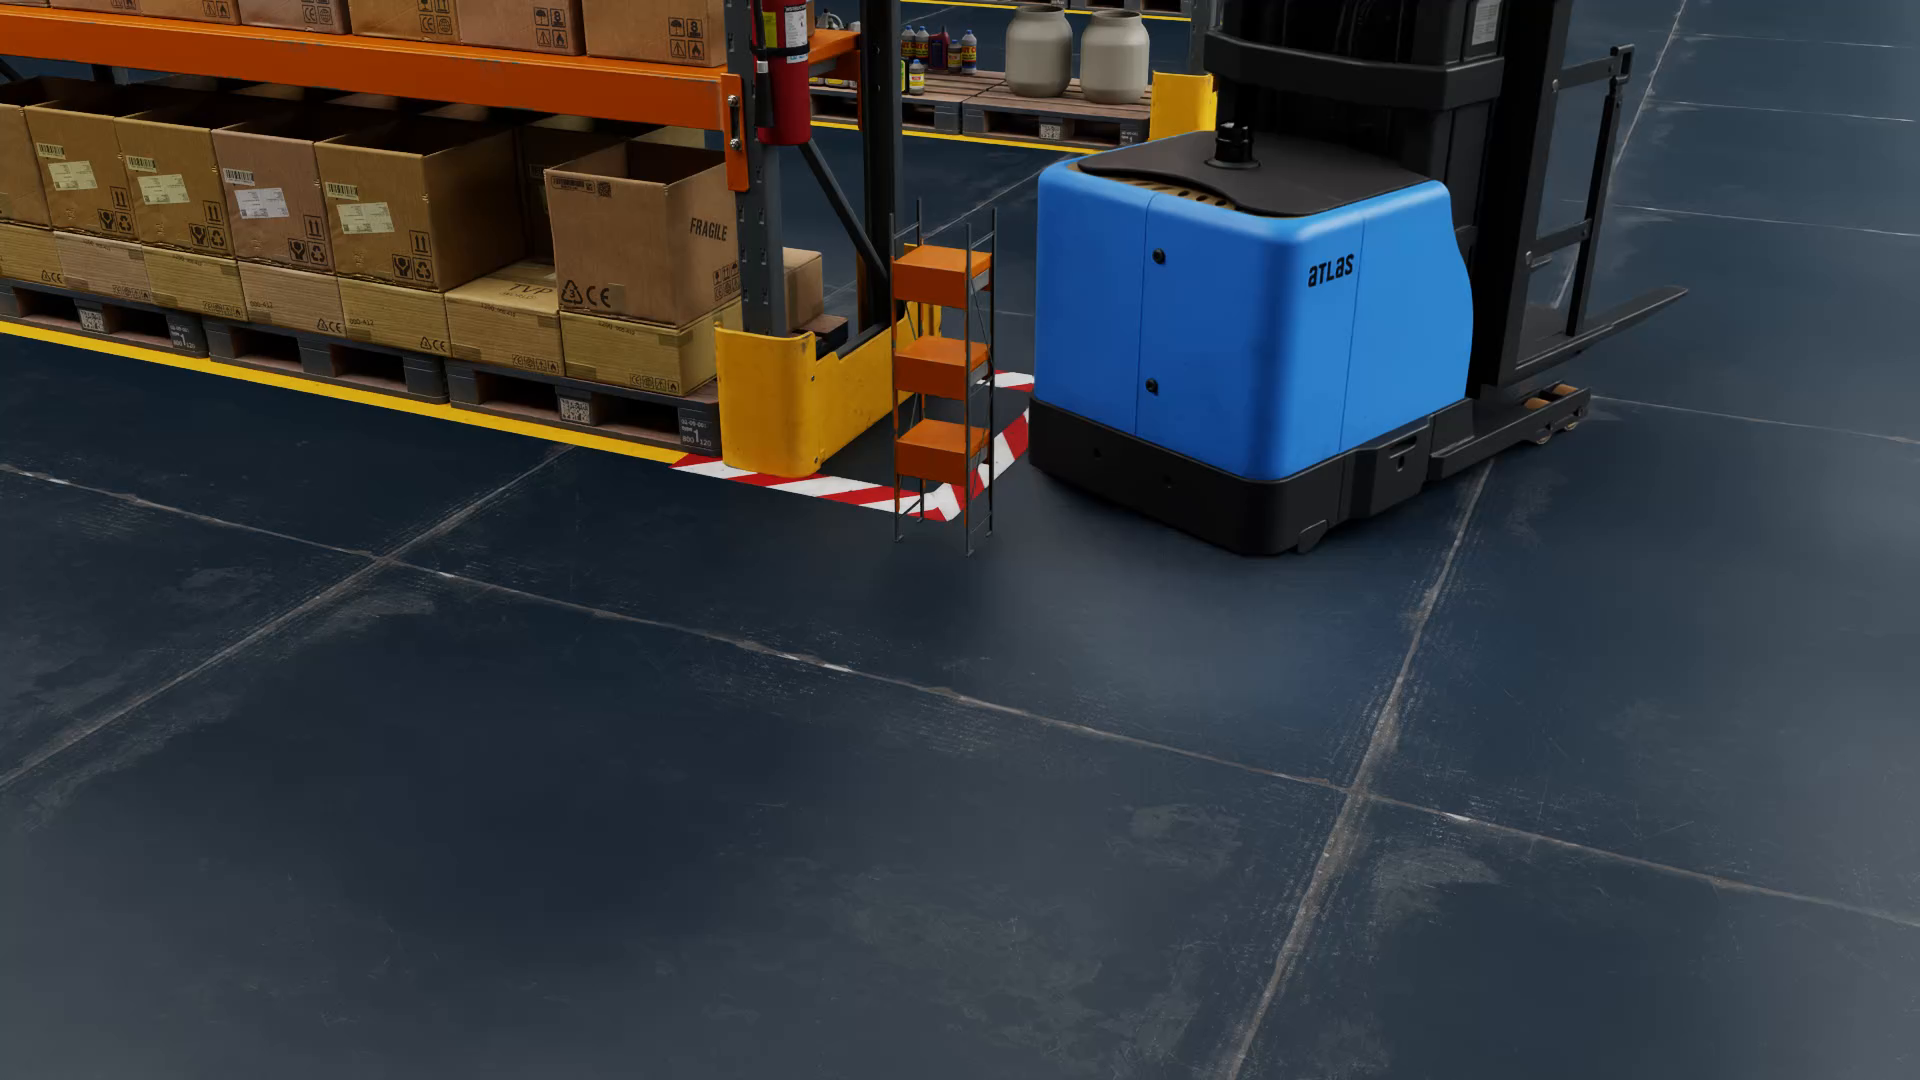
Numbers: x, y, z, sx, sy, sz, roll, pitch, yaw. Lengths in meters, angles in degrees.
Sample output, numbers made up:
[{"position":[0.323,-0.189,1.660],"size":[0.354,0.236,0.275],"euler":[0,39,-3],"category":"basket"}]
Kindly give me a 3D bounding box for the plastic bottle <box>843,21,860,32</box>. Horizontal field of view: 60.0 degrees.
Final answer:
[{"position":[-0.740,-3.386,11.317],"size":[0.135,0.276,0.152],"euler":[12,29,23],"category":"plastic bottle"}]

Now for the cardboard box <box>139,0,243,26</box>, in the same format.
[{"position":[-2.770,-2.326,6.466],"size":[0.500,0.500,0.700],"euler":[12,29,23],"category":"cardboard box"}]

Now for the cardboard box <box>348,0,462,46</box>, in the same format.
[{"position":[-1.822,-2.138,6.084],"size":[0.500,0.500,0.700],"euler":[12,28,22],"category":"cardboard box"}]

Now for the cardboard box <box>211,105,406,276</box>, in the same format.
[{"position":[-2.455,-1.354,6.393],"size":[0.500,0.500,0.500],"euler":[11,28,22],"category":"cardboard box"}]

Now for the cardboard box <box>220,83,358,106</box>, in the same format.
[{"position":[-2.694,-1.655,7.005],"size":[0.500,0.500,0.500],"euler":[11,28,22],"category":"cardboard box"}]

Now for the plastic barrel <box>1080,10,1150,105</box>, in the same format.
[{"position":[0.950,-2.969,10.225],"size":[0.421,0.512,0.421],"euler":[0,26,0],"category":"plastic barrel"}]

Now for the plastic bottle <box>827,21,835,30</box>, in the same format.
[{"position":[-0.905,-3.375,11.286],"size":[0.133,0.283,0.061],"euler":[11,28,22],"category":"plastic bottle"}]

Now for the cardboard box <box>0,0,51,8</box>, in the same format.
[{"position":[-3.708,-2.513,6.846],"size":[0.500,0.500,0.700],"euler":[11,28,20],"category":"cardboard box"}]

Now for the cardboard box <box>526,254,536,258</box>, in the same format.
[{"position":[-1.781,-1.140,6.806],"size":[0.500,0.250,0.500],"euler":[11,28,22],"category":"cardboard box"}]

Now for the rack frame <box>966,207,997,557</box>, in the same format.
[{"position":[0.062,-0.458,4.993],"size":[0.008,1.050,0.200],"euler":[11,28,22],"category":"rack frame"}]

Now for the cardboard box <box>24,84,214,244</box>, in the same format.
[{"position":[-3.363,-1.539,6.769],"size":[0.500,0.500,0.500],"euler":[11,28,22],"category":"cardboard box"}]

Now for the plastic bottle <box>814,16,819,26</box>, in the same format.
[{"position":[-1.015,-3.467,11.473],"size":[0.133,0.283,0.061],"euler":[13,29,25],"category":"plastic bottle"}]

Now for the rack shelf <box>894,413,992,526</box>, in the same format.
[{"position":[-0.049,-0.222,5.165],"size":[0.240,0.259,0.215],"euler":[11,28,22],"category":"rack shelf"}]

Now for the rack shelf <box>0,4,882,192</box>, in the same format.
[{"position":[-2.294,-1.859,6.444],"size":[4.000,0.370,1.077],"euler":[11,28,22],"category":"rack shelf"}]

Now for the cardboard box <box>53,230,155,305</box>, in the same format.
[{"position":[-3.364,-1.202,6.933],"size":[0.500,0.250,0.500],"euler":[11,28,22],"category":"cardboard box"}]

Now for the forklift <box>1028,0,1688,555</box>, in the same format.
[{"position":[1.658,-1.806,5.601],"size":[3.031,2.935,1.130],"euler":[-22,34,-37],"category":"forklift"}]

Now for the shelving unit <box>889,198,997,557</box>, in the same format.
[{"position":[-0.049,-0.481,5.038],"size":[0.252,1.050,0.215],"euler":[11,28,22],"category":"shelving unit"}]

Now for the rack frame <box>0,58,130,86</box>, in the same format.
[{"position":[-4.114,-2.547,7.028],"size":[0.127,3.000,1.000],"euler":[11,28,22],"category":"rack frame"}]

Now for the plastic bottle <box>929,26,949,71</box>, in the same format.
[{"position":[-0.139,-3.291,11.116],"size":[0.133,0.283,0.061],"euler":[12,29,23],"category":"plastic bottle"}]

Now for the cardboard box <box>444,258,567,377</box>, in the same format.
[{"position":[-1.544,-0.836,6.190],"size":[0.500,0.250,0.500],"euler":[11,28,22],"category":"cardboard box"}]

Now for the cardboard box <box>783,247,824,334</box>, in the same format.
[{"position":[-0.869,-0.958,6.438],"size":[0.500,0.250,0.500],"euler":[11,28,22],"category":"cardboard box"}]

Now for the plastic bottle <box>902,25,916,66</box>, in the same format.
[{"position":[-0.344,-3.318,11.184],"size":[0.097,0.271,0.097],"euler":[0,26,0],"category":"plastic bottle"}]

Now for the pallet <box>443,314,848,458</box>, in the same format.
[{"position":[-1.186,-0.688,6.408],"size":[1.213,0.211,1.003],"euler":[11,28,22],"category":"pallet"}]

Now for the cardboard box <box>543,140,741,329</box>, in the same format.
[{"position":[-1.084,-1.085,5.847],"size":[0.500,0.500,0.500],"euler":[11,28,22],"category":"cardboard box"}]

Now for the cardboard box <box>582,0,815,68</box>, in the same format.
[{"position":[-0.893,-1.951,5.704],"size":[0.500,0.500,0.700],"euler":[11,28,22],"category":"cardboard box"}]

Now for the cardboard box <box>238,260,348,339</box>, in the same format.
[{"position":[-2.454,-1.019,6.562],"size":[0.500,0.250,0.500],"euler":[11,28,22],"category":"cardboard box"}]

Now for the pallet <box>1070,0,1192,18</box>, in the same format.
[{"position":[1.730,-4.948,15.060],"size":[1.213,0.211,1.003],"euler":[11,28,22],"category":"pallet"}]

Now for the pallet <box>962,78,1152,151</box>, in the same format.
[{"position":[0.755,-2.701,10.498],"size":[1.213,0.211,1.003],"euler":[11,28,22],"category":"pallet"}]

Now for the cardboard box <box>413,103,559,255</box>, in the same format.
[{"position":[-1.785,-1.471,6.631],"size":[0.500,0.500,0.500],"euler":[11,28,22],"category":"cardboard box"}]

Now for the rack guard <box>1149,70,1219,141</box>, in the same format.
[{"position":[1.492,-2.680,10.128],"size":[0.348,0.500,1.175],"euler":[11,28,22],"category":"rack guard"}]

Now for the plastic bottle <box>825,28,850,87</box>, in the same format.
[{"position":[-0.769,-3.086,10.624],"size":[0.185,0.351,0.144],"euler":[13,29,24],"category":"plastic bottle"}]

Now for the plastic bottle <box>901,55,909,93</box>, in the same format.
[{"position":[-0.386,-2.959,10.441],"size":[0.133,0.283,0.061],"euler":[12,29,23],"category":"plastic bottle"}]

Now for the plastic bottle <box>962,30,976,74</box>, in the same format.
[{"position":[0.059,-3.237,11.019],"size":[0.097,0.271,0.097],"euler":[0,26,0],"category":"plastic bottle"}]

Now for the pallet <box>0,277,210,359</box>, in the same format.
[{"position":[-3.408,-1.134,7.314],"size":[1.213,0.211,1.003],"euler":[11,28,22],"category":"pallet"}]
